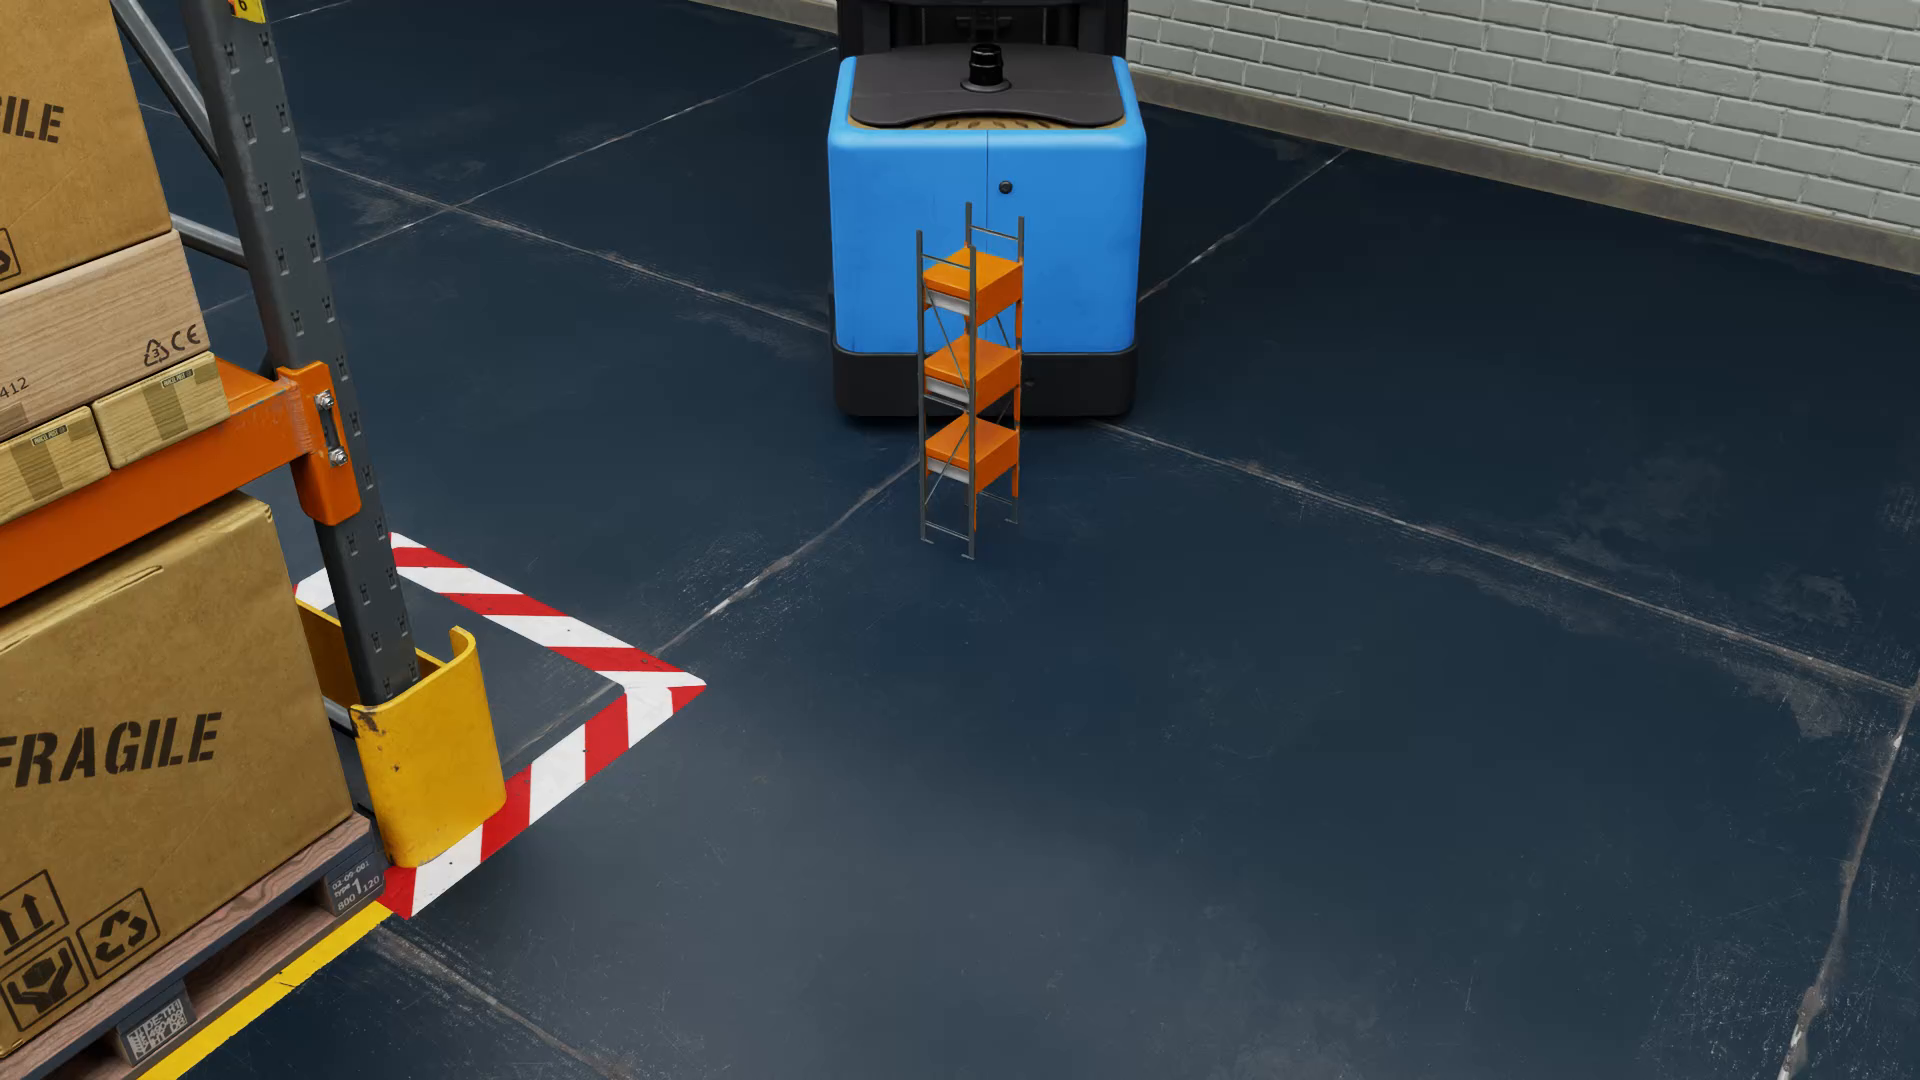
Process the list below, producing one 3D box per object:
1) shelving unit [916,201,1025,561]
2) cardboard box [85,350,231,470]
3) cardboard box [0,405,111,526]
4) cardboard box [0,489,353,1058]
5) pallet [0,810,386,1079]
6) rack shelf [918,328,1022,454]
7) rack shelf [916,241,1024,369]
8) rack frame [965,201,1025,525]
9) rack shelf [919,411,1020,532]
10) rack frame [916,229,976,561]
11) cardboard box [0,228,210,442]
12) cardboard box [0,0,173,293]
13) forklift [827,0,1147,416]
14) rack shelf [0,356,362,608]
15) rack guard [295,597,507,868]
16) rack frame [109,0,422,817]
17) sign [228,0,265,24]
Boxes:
[{"bbox_3d":[0.031,-0.460,4.992,0.215,1.050,0.252,21,39,28],"label":"shelving unit"},{"bbox_3d":[-1.661,-0.307,3.251,0.380,0.149,0.250,22,40,29],"label":"cardboard box"},{"bbox_3d":[-1.808,-0.187,3.073,0.380,0.149,0.250,22,40,29],"label":"cardboard box"},{"bbox_3d":[-2.028,0.346,3.583,0.875,0.875,0.875,21,39,28],"label":"cardboard box"},{"bbox_3d":[-2.120,0.868,3.778,1.003,0.211,1.213,21,39,28],"label":"pallet"},{"bbox_3d":[0.031,-0.451,4.998,0.215,0.259,0.240,21,39,28],"label":"rack shelf"},{"bbox_3d":[0.031,-0.686,4.839,0.215,0.259,0.240,21,39,28],"label":"rack shelf"},{"bbox_3d":[0.100,-0.516,5.075,0.200,1.050,0.008,21,39,28],"label":"rack frame"},{"bbox_3d":[0.031,-0.221,5.154,0.215,0.259,0.240,21,39,28],"label":"rack shelf"},{"bbox_3d":[-0.039,-0.403,4.909,0.200,1.050,0.008,21,39,28],"label":"rack frame"},{"bbox_3d":[-1.787,-0.434,3.082,0.500,0.250,0.500,21,39,27],"label":"cardboard box"},{"bbox_3d":[-1.791,-0.744,2.871,0.500,0.500,0.500,22,40,29],"label":"cardboard box"},{"bbox_3d":[0.083,-2.430,6.227,1.130,2.935,3.031,0,34,0],"label":"forklift"},{"bbox_3d":[-2.869,0.538,2.419,1.077,0.370,4.000,21,39,28],"label":"rack shelf"},{"bbox_3d":[-1.715,0.344,4.295,1.175,0.500,0.348,21,39,28],"label":"rack guard"},{"bbox_3d":[-1.729,-0.680,3.578,1.000,3.000,0.127,21,39,28],"label":"rack frame"},{"bbox_3d":[-1.291,-1.078,2.922,0.100,0.325,0.005,21,39,28],"label":"sign"}]
